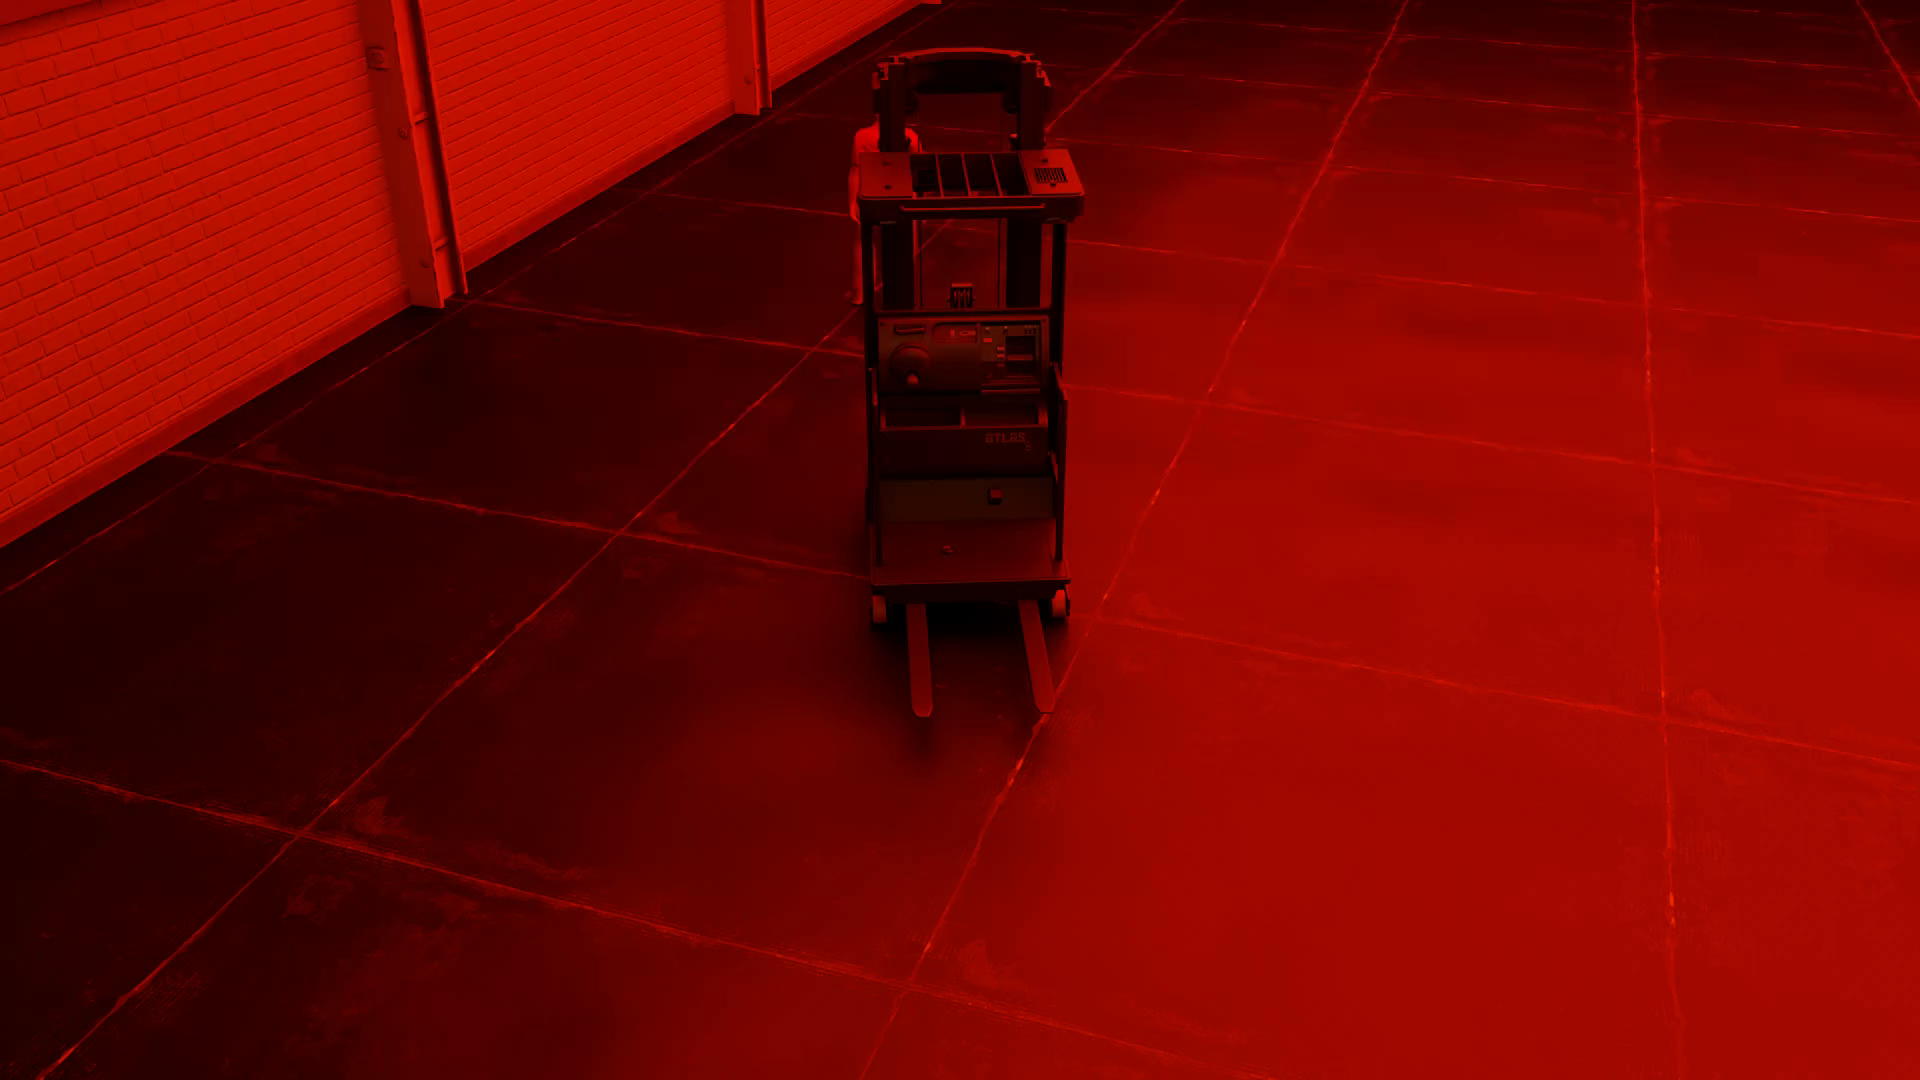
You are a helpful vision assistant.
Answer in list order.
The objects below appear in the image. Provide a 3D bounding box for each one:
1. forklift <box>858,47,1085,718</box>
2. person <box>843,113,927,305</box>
[{"bbox_3d":[0.035,-0.972,8.842,1.130,2.935,3.031,-2,30,-3],"label":"forklift"},{"bbox_3d":[-0.595,-2.665,13.054,0.677,1.745,0.469,-4,30,-7],"label":"person"}]
